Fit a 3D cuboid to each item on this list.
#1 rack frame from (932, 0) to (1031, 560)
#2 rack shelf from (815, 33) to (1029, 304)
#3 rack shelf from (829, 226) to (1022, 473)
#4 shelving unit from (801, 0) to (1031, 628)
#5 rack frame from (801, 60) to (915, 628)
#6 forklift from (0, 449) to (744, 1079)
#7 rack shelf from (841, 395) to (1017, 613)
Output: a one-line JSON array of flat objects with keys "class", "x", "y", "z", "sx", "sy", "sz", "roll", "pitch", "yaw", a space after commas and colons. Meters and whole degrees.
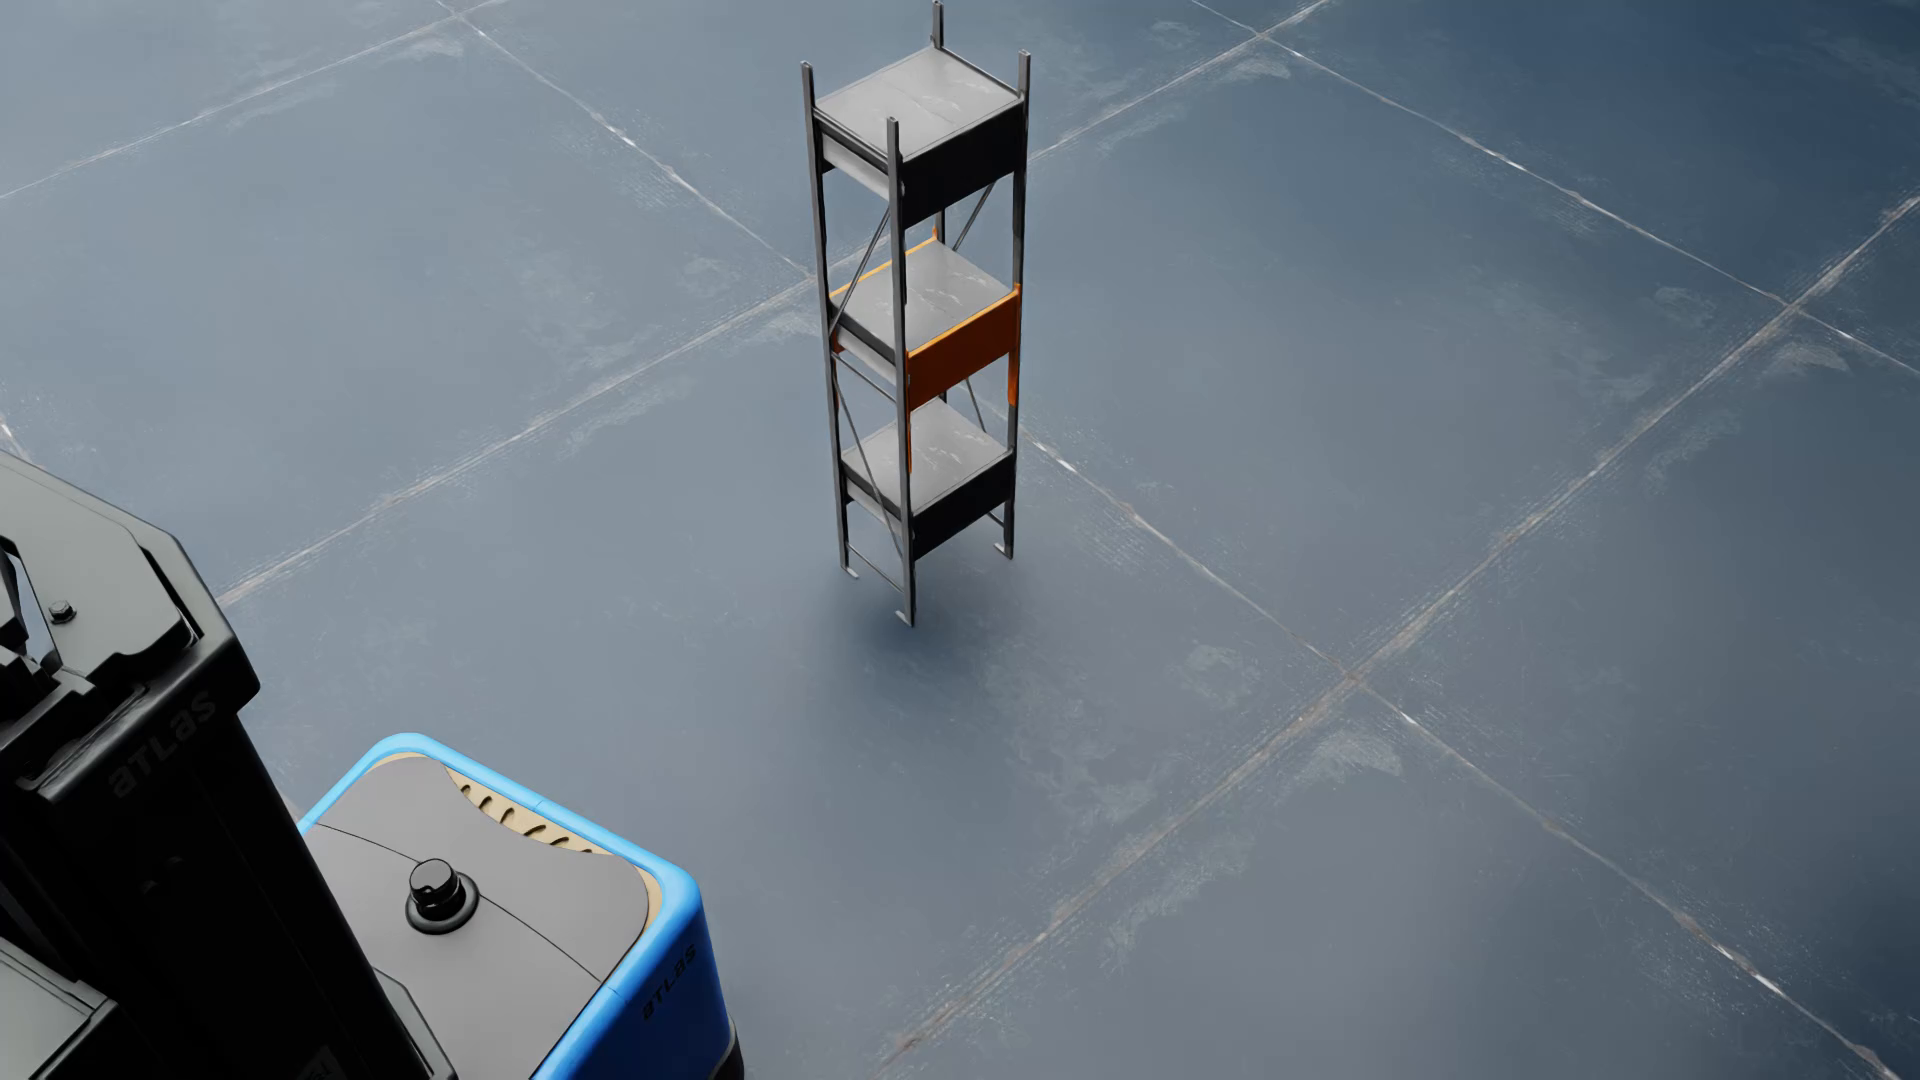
[{"class": "rack frame", "x": 0.058, "y": -0.751, "z": 5.514, "sx": 0.015, "sy": 2.100, "sz": 0.400, "roll": -34, "pitch": 56, "yaw": -27}, {"class": "rack shelf", "x": -0.122, "y": -1.096, "z": 4.898, "sx": 0.480, "sy": 0.518, "sz": 0.431, "roll": -34, "pitch": 56, "yaw": -27}, {"class": "rack shelf", "x": -0.122, "y": -0.621, "z": 5.413, "sx": 0.480, "sy": 0.518, "sz": 0.431, "roll": -34, "pitch": 56, "yaw": -27}, {"class": "shelving unit", "x": -0.122, "y": -0.630, "z": 5.403, "sx": 0.503, "sy": 2.100, "sz": 0.431, "roll": -34, "pitch": 56, "yaw": -27}, {"class": "rack frame", "x": -0.303, "y": -0.510, "z": 5.291, "sx": 0.015, "sy": 2.100, "sz": 0.400, "roll": -34, "pitch": 56, "yaw": -27}, {"class": "forklift", "x": -1.775, "y": 1.334, "z": 3.025, "sx": 1.130, "sy": 2.935, "sz": 3.031, "roll": 22, "pitch": 51, "yaw": 19}, {"class": "rack shelf", "x": -0.122, "y": -0.146, "z": 5.927, "sx": 0.480, "sy": 0.518, "sz": 0.431, "roll": -34, "pitch": 56, "yaw": -27}]
